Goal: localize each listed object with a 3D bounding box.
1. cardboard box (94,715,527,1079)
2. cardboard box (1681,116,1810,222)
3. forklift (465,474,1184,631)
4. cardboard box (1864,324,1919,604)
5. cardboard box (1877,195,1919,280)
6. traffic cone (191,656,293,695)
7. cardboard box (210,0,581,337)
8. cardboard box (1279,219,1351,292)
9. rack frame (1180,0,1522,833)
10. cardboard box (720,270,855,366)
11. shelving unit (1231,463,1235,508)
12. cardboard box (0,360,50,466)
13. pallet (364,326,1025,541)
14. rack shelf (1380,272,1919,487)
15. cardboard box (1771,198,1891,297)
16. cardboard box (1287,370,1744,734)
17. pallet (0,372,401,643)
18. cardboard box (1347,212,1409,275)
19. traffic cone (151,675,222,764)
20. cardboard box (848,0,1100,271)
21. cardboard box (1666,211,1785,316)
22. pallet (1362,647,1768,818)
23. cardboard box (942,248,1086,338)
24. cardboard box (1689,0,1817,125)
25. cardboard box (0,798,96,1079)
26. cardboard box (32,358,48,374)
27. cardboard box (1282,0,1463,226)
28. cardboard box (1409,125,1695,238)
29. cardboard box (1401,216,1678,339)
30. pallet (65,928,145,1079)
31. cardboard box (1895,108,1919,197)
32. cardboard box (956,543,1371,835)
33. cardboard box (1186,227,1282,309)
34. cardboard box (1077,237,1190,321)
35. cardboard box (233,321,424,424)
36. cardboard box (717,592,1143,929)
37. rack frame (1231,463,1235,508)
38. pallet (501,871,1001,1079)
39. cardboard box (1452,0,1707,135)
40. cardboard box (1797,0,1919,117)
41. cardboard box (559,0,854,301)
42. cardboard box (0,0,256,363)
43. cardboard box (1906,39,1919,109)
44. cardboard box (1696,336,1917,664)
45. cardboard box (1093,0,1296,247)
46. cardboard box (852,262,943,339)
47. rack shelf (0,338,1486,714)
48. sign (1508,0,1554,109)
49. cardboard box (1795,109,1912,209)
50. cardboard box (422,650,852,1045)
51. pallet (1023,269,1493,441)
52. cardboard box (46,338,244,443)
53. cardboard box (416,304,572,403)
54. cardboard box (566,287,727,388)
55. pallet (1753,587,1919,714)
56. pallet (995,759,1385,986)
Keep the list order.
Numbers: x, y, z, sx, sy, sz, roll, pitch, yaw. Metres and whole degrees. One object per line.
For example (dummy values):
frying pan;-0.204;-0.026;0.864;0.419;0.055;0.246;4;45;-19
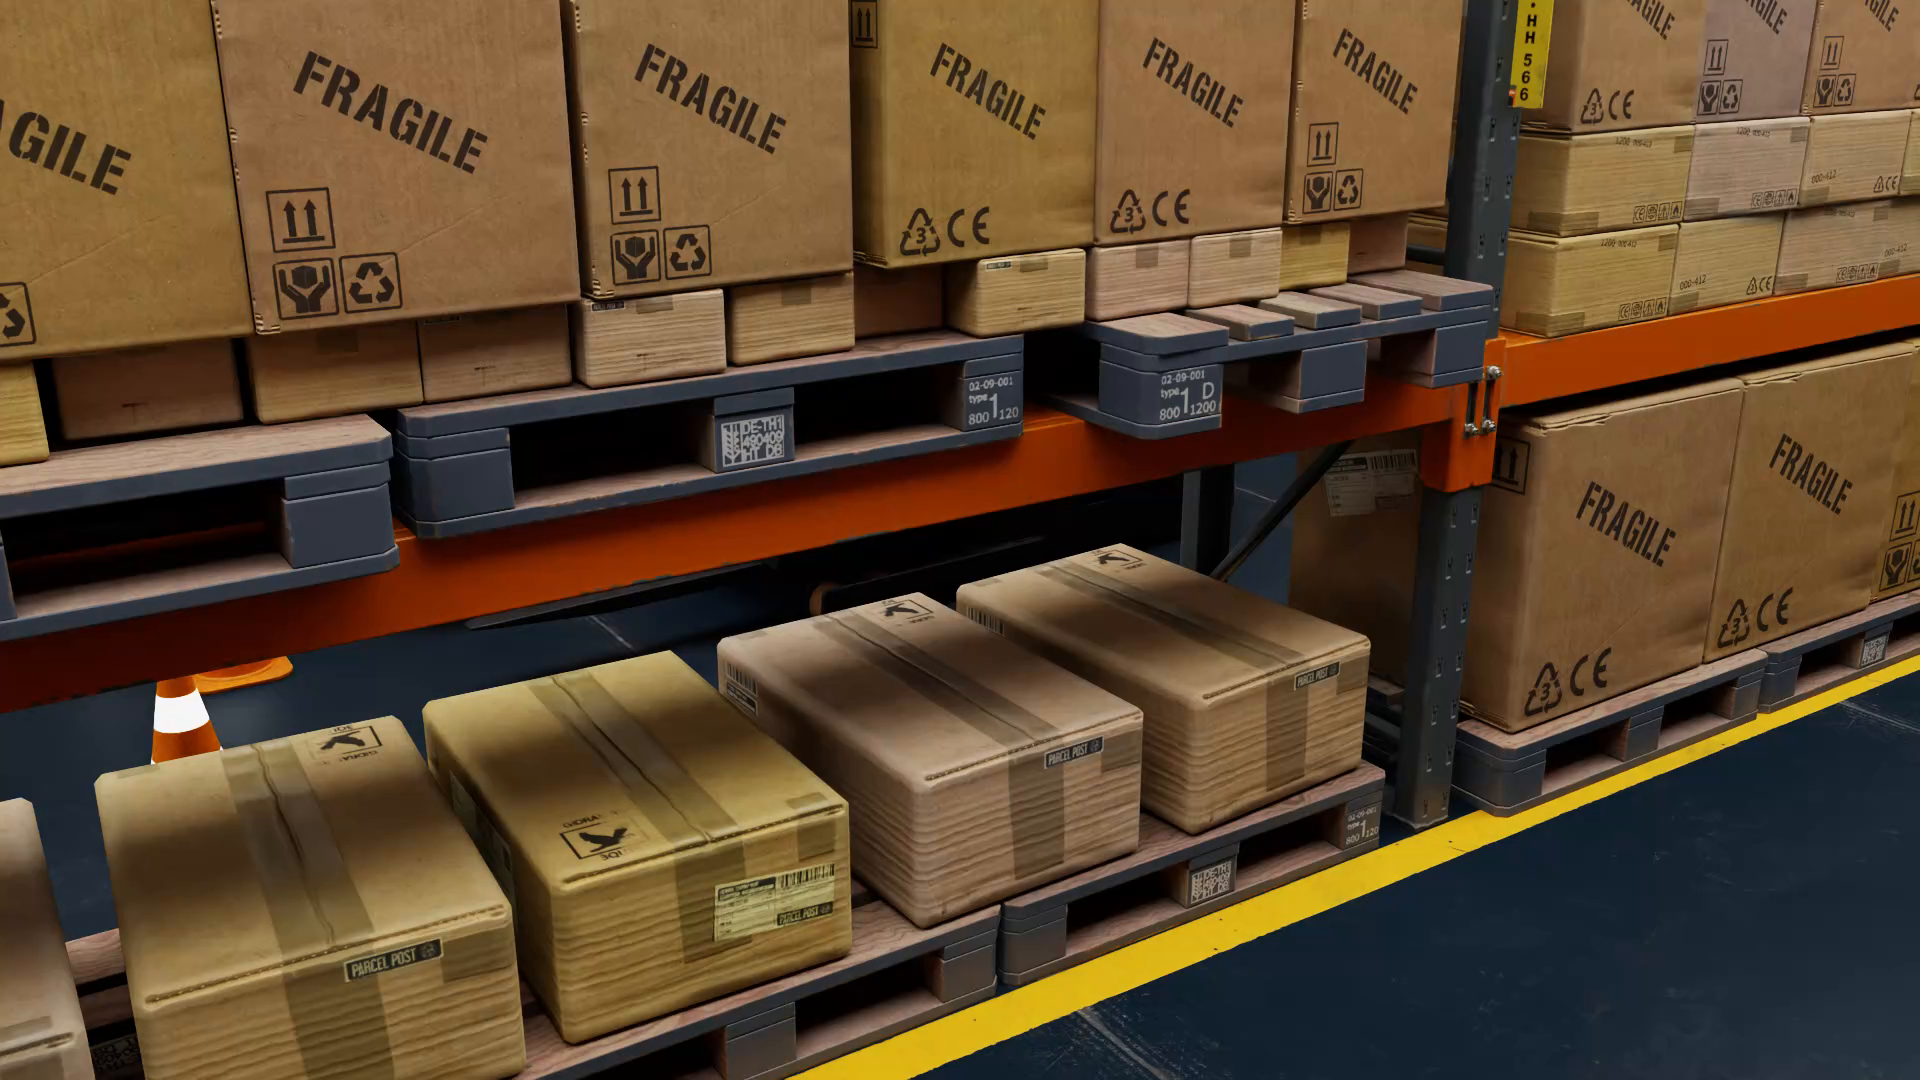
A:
cardboard box;-1.312;0.746;3.301;0.625;0.372;0.950;-10;21;-28
cardboard box;1.984;-1.063;4.660;0.500;0.250;0.500;-11;22;-30
forklift;-0.509;-1.270;5.924;3.031;2.935;1.130;-13;23;-34
cardboard box;3.110;-0.389;5.873;0.875;0.875;0.875;-11;22;-30
cardboard box;2.811;-1.005;5.269;0.500;0.250;0.500;-12;22;-31
traffic cone;-2.390;0.211;5.397;0.334;0.463;0.336;-12;22;-31
cardboard box;-0.960;-0.644;2.689;0.500;0.500;0.500;-12;22;-32
cardboard box;0.665;-0.676;3.798;0.250;0.149;0.380;-12;22;-31
rack frame;0.993;-0.784;4.379;0.127;3.000;1.000;-12;22;-31
cardboard box;-0.402;-0.449;3.125;0.250;0.149;0.380;-13;22;-33
shelving unit;1.004;-0.708;6.952;0.258;1.200;0.189;-16;22;-40
cardboard box;-1.499;-0.213;2.429;0.250;0.149;0.380;-11;22;-30
pallet;-0.638;-0.333;3.346;1.213;0.211;1.003;-12;22;-31
rack shelf;2.664;-0.795;5.536;4.000;0.370;1.077;-12;22;-31
cardboard box;2.401;-0.917;5.009;0.500;0.250;0.500;-11;22;-30
cardboard box;1.616;-0.075;4.946;0.875;0.875;0.875;-12;22;-32
pallet;-1.629;-0.084;2.609;1.213;0.211;1.003;-12;22;-31
cardboard box;0.849;-0.743;3.995;0.250;0.149;0.380;-11;22;-29
traffic cone;-2.082;0.530;4.455;0.334;0.463;0.336;-12;22;-31
cardboard box;-0.080;-0.833;3.249;0.500;0.500;0.500;-14;23;-35
cardboard box;1.959;-0.827;4.740;0.500;0.250;0.500;-13;22;-33
pallet;1.693;0.419;5.177;1.213;0.211;1.003;-12;22;-31
cardboard box;0.042;-0.525;3.352;0.250;0.149;0.380;-11;22;-30
cardboard box;1.949;-1.416;4.532;0.500;0.500;0.500;-12;22;-31
cardboard box;-1.911;0.874;2.924;0.625;0.372;0.950;-12;22;-31
cardboard box;-1.644;-0.420;3.040;0.250;0.149;0.380;-12;22;-32
cardboard box;0.766;-1.016;3.791;0.500;0.500;0.500;-13;22;-33
cardboard box;1.552;-0.973;4.391;0.500;0.250;0.500;-12;22;-32
cardboard box;1.540;-0.731;4.459;0.500;0.250;0.500;-12;22;-32
pallet;-1.698;1.104;3.148;1.213;0.211;1.003;-12;22;-31
cardboard box;2.838;-1.234;5.164;0.500;0.250;0.500;-11;22;-30
cardboard box;0.516;0.359;4.446;0.625;0.372;0.950;-14;23;-35
cardboard box;0.479;-0.620;3.631;0.250;0.149;0.380;-12;22;-32
cardboard box;0.264;-0.578;3.506;0.250;0.149;0.380;-13;23;-34
cardboard box;-1.066;-0.318;2.738;0.250;0.149;0.380;-12;22;-31
cardboard box;-0.096;0.491;4.055;0.625;0.372;0.950;-12;22;-32
rack frame;1.066;-0.690;6.886;0.240;1.200;0.006;-16;22;-40
pallet;-0.678;0.888;3.788;1.213;0.211;1.003;-12;22;-31
cardboard box;1.540;-1.326;4.266;0.500;0.500;0.500;-13;22;-33
cardboard box;2.389;-1.503;4.790;0.500;0.500;0.500;-11;22;-30
cardboard box;-0.537;-0.737;2.966;0.500;0.500;0.500;-13;23;-34
cardboard box;-1.380;-0.560;2.443;0.500;0.500;0.500;-12;22;-31
cardboard box;2.812;-1.591;5.050;0.500;0.500;0.500;-12;22;-31
cardboard box;2.363;-0.231;5.407;0.875;0.875;0.875;-12;22;-31
cardboard box;0.341;-0.922;3.513;0.500;0.500;0.500;-12;22;-32
cardboard box;-0.237;-0.515;3.321;0.250;0.149;0.380;-12;22;-31
rack shelf;-0.677;-0.090;3.452;4.000;0.370;1.077;-12;22;-31
sign;1.300;-1.151;3.782;0.005;0.325;0.100;-12;22;-31
cardboard box;2.408;-1.148;4.910;0.500;0.250;0.500;-12;22;-32
cardboard box;-0.733;0.623;3.665;0.625;0.372;0.950;-11;22;-30
pallet;0.457;-0.539;3.954;1.003;0.211;1.213;-12;22;-31
cardboard box;-1.304;-0.284;2.637;0.250;0.149;0.380;-10;21;-28
cardboard box;-0.859;-0.361;2.865;0.250;0.149;0.380;-12;22;-31
cardboard box;-0.608;-0.394;2.963;0.250;0.149;0.380;-11;22;-29
pallet;2.711;0.205;5.808;1.213;0.211;1.003;-12;22;-31
pallet;0.340;0.675;4.419;1.213;0.211;1.003;-12;22;-31
